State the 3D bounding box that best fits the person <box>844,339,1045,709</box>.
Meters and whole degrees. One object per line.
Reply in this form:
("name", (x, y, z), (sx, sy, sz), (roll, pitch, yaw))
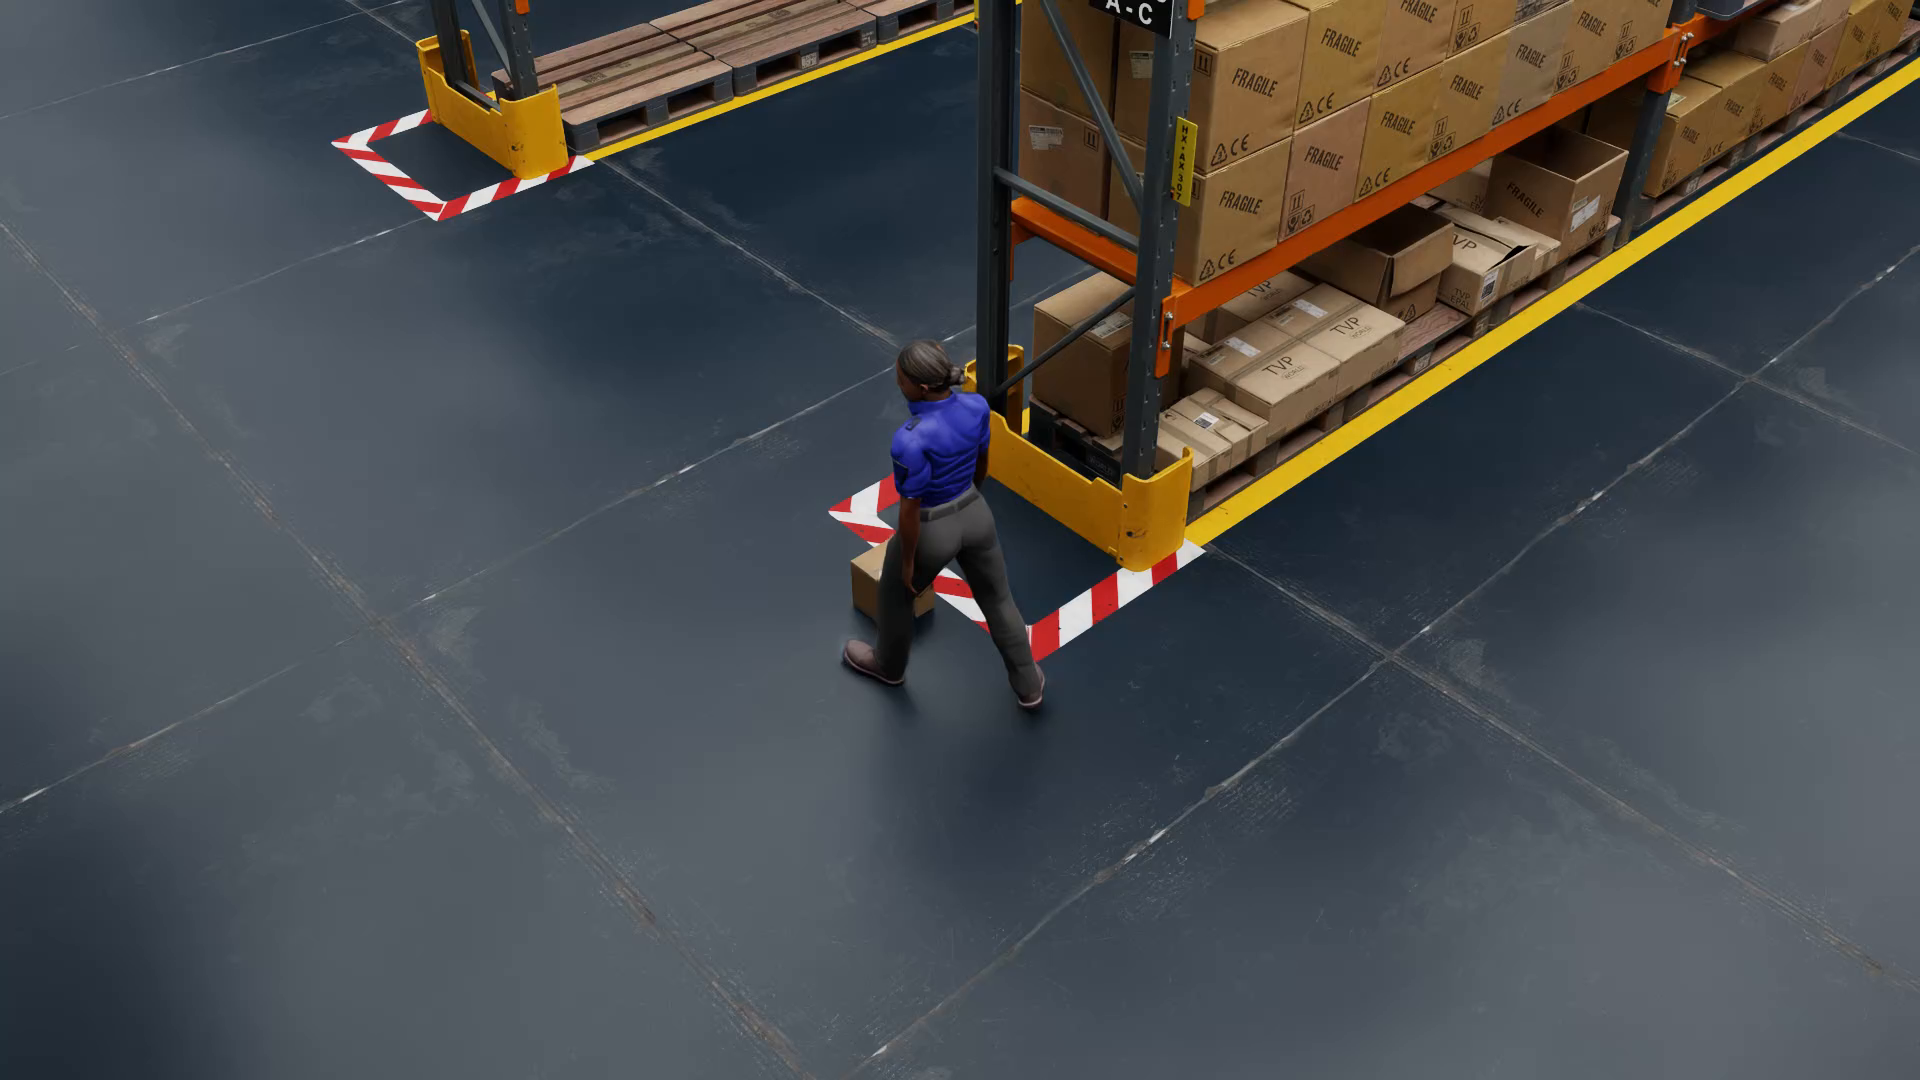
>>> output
("person", (-0.031, -0.063, 6.245), (0.590, 1.633, 0.770), (-27, 47, -28))
